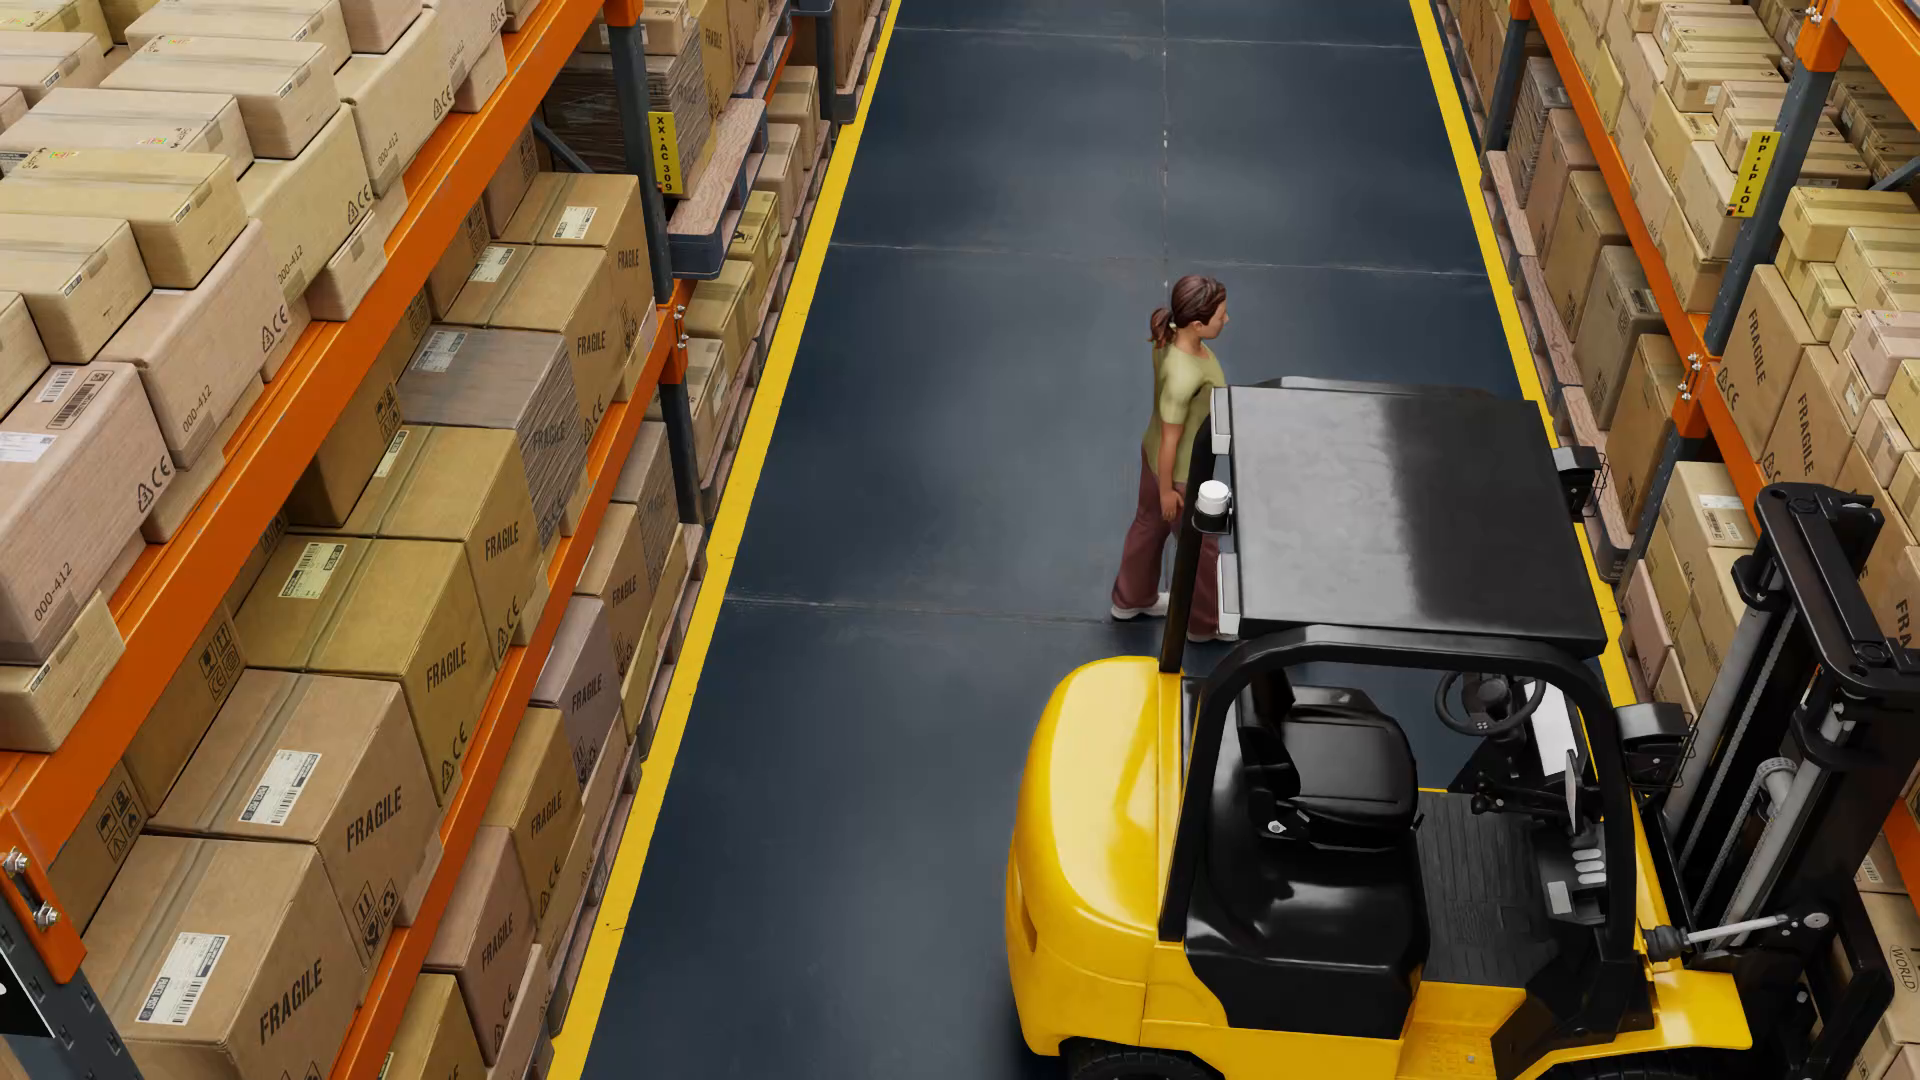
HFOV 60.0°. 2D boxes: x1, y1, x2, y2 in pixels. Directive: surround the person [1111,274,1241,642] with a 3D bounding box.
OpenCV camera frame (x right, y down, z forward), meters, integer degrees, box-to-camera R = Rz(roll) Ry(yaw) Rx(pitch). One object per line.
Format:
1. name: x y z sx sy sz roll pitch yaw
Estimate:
1. person: 0.936 -0.311 6.513 0.592 1.672 0.457 -3 40 -4
